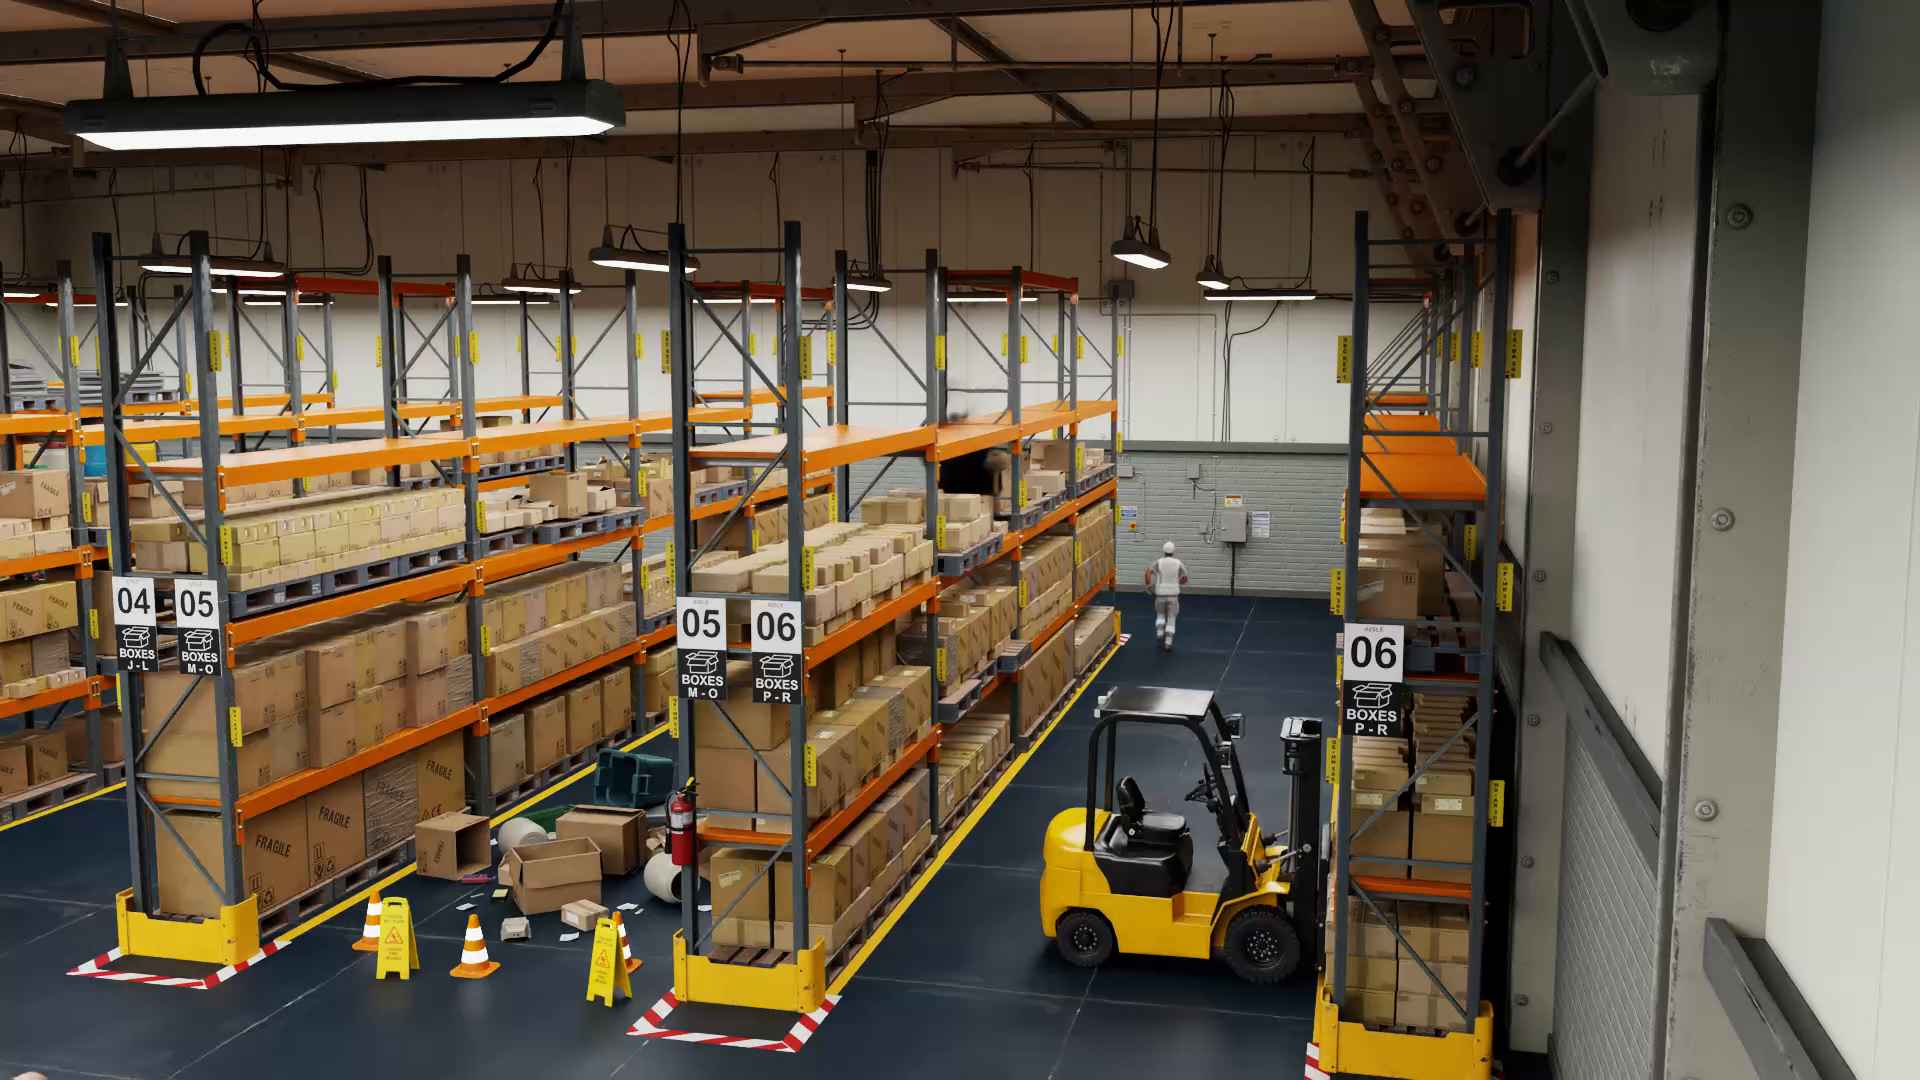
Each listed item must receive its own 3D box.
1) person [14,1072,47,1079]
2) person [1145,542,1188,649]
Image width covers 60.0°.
[{"bbox_3d":[-4.265,3.361,7.691,0.669,1.849,0.835,-5,9,-37],"label":"person"},{"bbox_3d":[3.428,0.926,27.613,0.693,1.806,0.693,1,7,11],"label":"person"}]
